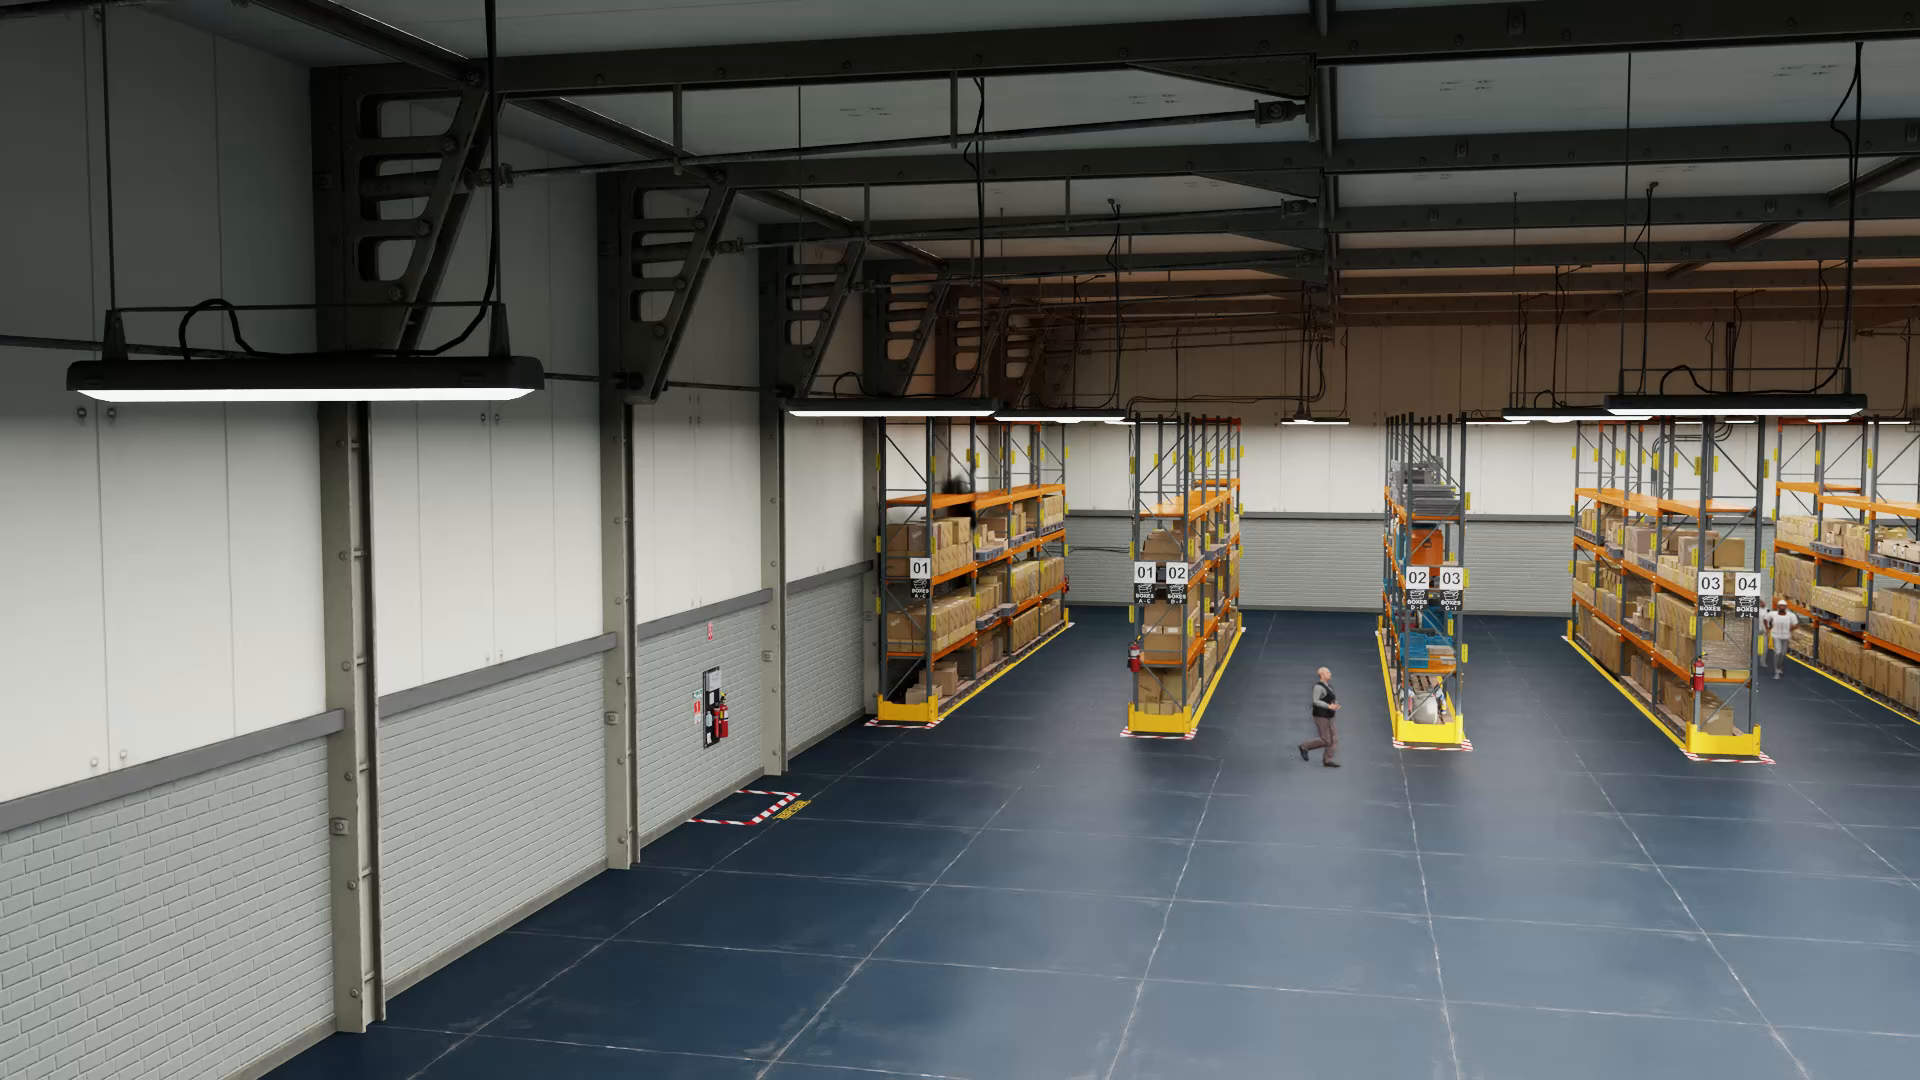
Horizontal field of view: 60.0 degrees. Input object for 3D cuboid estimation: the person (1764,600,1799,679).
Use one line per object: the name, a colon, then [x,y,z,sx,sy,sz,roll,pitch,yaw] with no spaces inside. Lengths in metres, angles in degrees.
person: [18.832,2.271,38.115,0.680,1.819,0.794,1,4,14]

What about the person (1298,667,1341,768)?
person: [6.088,2.980,28.008,0.725,1.687,0.667,2,4,31]

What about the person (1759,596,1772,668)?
person: [19.238,2.184,39.952,0.579,1.692,0.851,1,4,8]
